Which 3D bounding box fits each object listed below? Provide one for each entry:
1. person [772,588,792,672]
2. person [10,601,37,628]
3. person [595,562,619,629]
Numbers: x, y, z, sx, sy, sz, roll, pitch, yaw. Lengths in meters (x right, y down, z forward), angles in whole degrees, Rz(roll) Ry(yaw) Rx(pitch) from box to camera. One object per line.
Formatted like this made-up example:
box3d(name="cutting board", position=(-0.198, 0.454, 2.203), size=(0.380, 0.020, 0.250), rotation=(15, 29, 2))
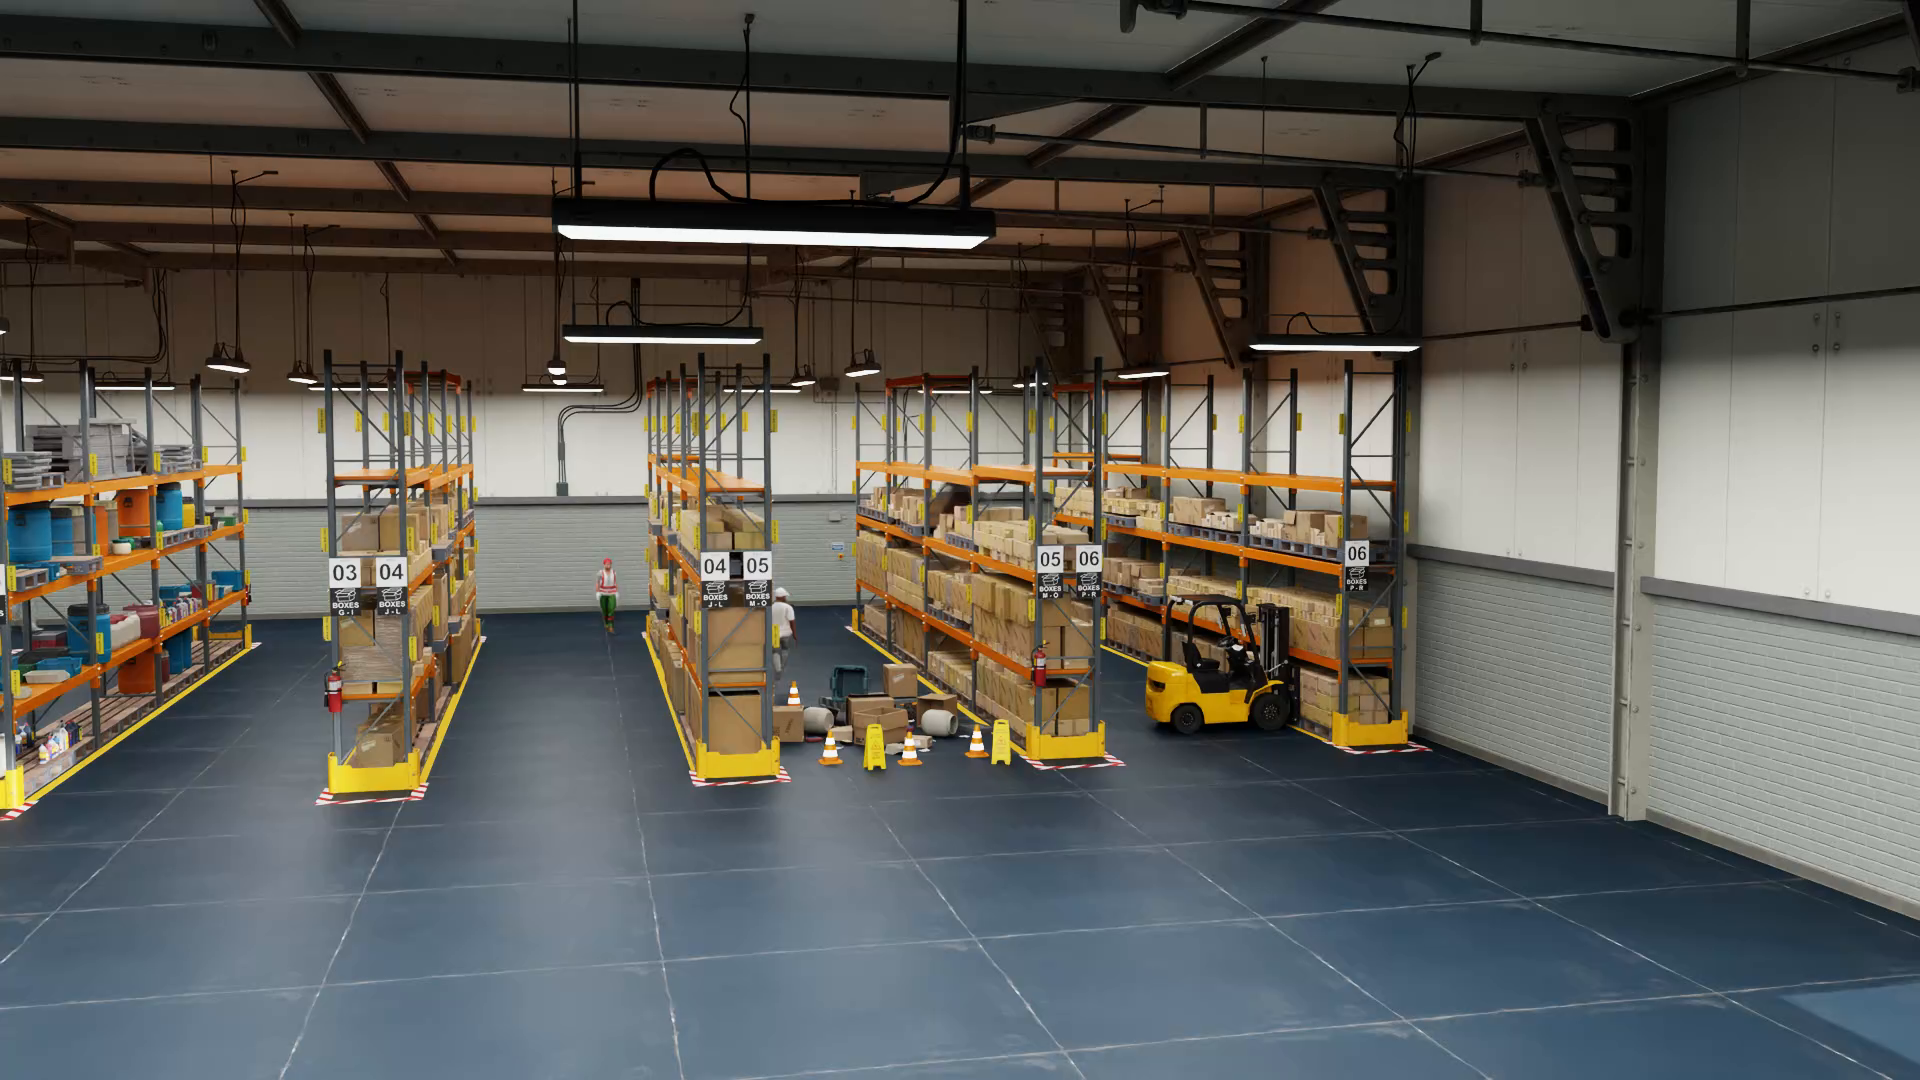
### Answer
box3d(name="person", position=(-3.359, 1.695, 31.042), size=(0.464, 1.599, 0.622), rotation=(0, 4, 1))
box3d(name="person", position=(-22.661, 1.346, 39.944), size=(0.788, 1.605, 0.580), rotation=(0, 4, 2))
box3d(name="person", position=(-8.518, 1.311, 40.122), size=(0.521, 1.647, 0.824), rotation=(0, 4, -3))
